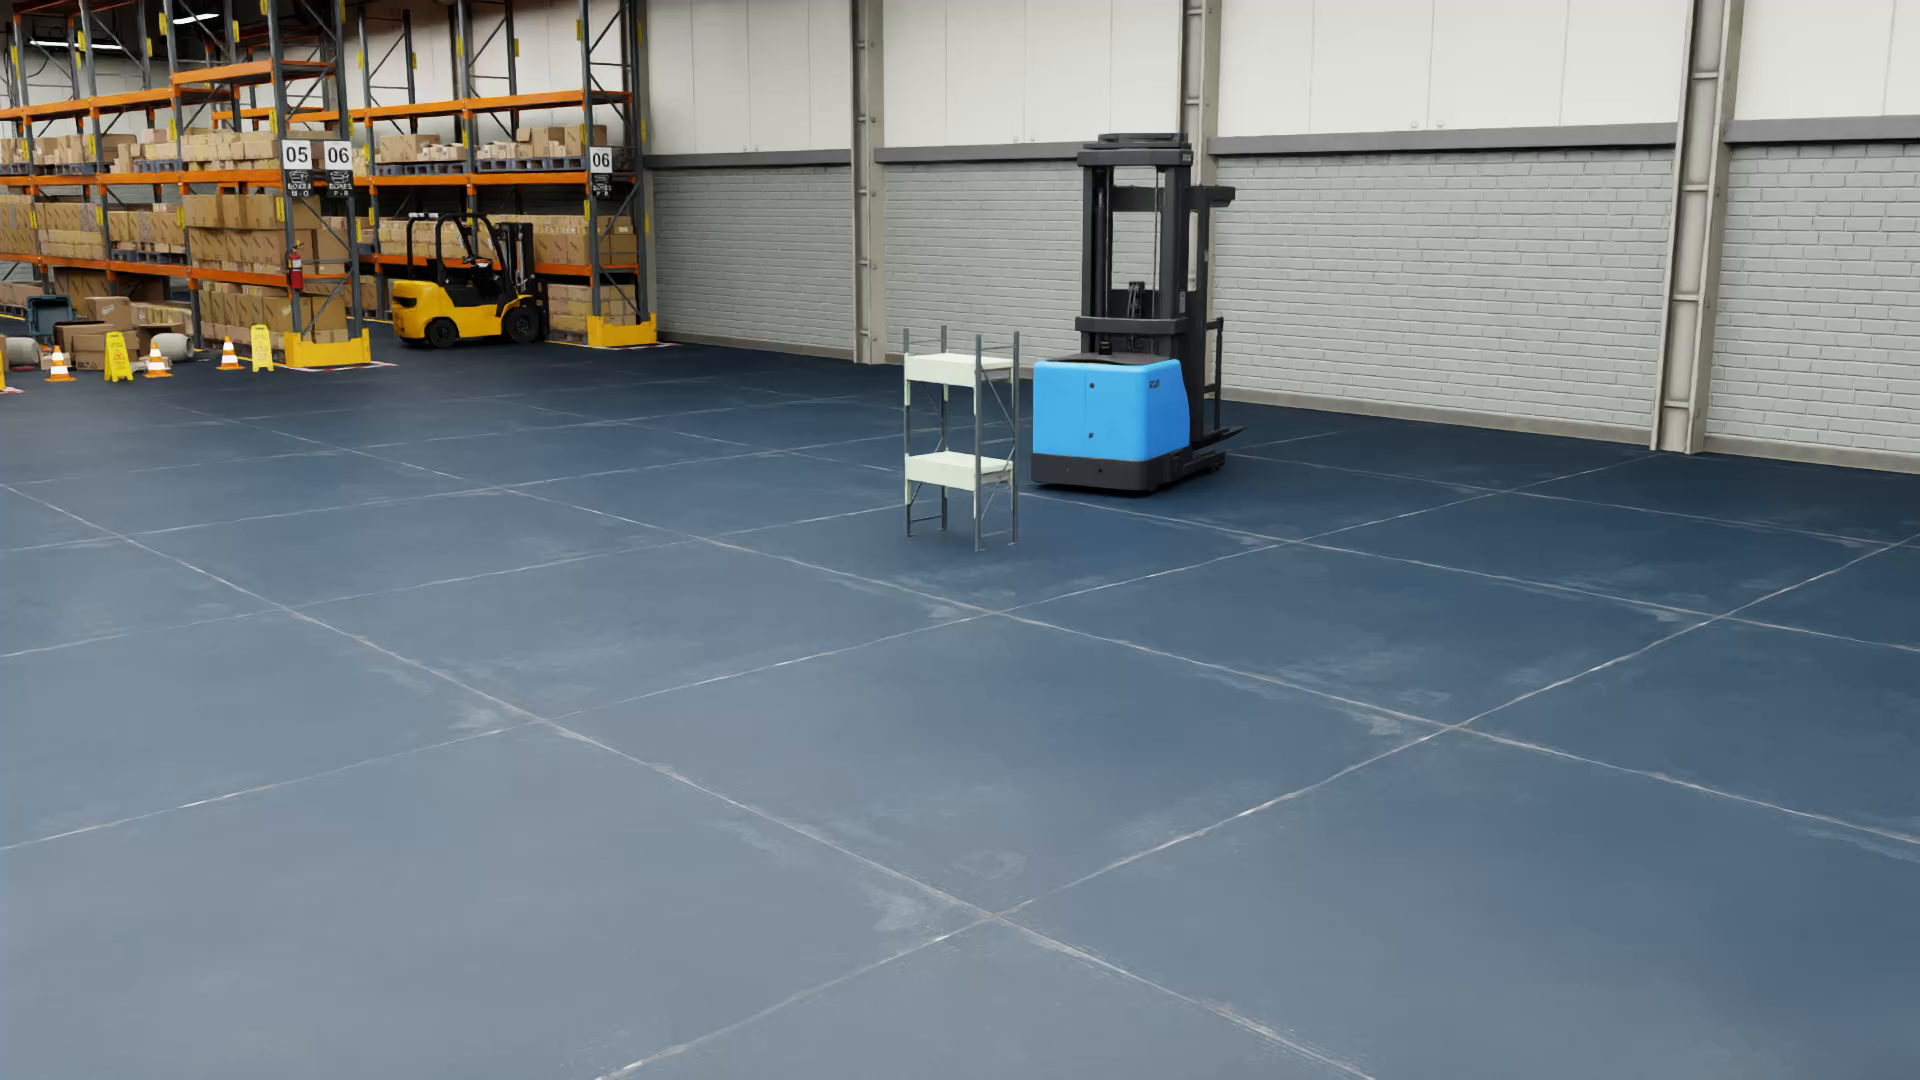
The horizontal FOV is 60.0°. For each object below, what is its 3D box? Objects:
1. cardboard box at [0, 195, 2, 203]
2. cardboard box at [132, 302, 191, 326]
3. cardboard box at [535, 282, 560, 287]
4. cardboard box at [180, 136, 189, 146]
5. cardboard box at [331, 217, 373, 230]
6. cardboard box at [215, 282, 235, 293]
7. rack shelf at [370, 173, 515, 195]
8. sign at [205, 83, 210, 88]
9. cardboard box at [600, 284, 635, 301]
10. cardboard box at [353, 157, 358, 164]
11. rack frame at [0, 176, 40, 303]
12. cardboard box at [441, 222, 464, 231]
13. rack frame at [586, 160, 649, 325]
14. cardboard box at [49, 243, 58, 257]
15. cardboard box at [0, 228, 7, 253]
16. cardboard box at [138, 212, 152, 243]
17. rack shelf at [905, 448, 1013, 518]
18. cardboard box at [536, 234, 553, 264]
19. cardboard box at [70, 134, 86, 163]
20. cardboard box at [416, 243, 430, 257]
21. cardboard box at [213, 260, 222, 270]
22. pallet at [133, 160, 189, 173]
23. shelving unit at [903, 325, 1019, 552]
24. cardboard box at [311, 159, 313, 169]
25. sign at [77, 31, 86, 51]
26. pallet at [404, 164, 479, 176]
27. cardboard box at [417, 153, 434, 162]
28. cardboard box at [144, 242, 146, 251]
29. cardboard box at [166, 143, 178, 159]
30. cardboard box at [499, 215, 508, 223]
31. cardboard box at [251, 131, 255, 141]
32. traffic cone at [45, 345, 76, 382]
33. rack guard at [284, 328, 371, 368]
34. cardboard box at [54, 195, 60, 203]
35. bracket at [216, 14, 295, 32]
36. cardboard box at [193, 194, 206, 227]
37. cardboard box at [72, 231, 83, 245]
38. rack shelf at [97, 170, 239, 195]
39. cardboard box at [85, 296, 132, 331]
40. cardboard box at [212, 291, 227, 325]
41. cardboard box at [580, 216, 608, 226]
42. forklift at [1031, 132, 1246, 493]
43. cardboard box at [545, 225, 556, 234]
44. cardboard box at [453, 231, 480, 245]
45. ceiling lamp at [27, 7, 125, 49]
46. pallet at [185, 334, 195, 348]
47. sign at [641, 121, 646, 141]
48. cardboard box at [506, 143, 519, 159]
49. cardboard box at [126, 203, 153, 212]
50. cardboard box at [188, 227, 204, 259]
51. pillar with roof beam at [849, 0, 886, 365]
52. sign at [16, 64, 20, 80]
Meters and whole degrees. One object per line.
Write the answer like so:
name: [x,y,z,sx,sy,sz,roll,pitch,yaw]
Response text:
cardboard box: [-19.353,-6.956,33.909,0.380,0.149,0.250,-11,16,-42]
cardboard box: [-13.860,-3.942,29.085,0.950,0.372,0.625,-11,16,-44]
cardboard box: [-7.247,-4.332,28.801,0.500,0.250,0.500,-11,16,-44]
cardboard box: [-12.015,-6.276,26.151,0.380,0.149,0.250,-11,16,-44]
cardboard box: [-12.432,-6.375,34.125,0.637,0.503,0.797,11,16,44]
cardboard box: [-11.385,-3.949,25.954,0.380,0.149,0.250,-10,15,-40]
rack shelf: [-9.790,-6.731,31.500,1.077,0.370,4.000,-11,16,-43]
sign: [-17.088,-10.433,37.739,0.100,0.325,0.005,-11,16,-43]
cardboard box: [-5.841,-4.184,28.082,0.500,0.250,0.500,-11,16,-43]
cardboard box: [-11.918,-7.598,33.307,0.380,0.149,0.250,-10,16,-41]
rack frame: [-20.283,-6.382,35.454,1.000,3.000,0.127,-11,16,-43]
cardboard box: [-9.405,-5.806,30.805,0.250,0.149,0.380,11,16,43]
rack frame: [-5.646,-4.739,27.479,1.000,3.000,0.127,-11,16,-43]
cardboard box: [-17.049,-5.548,31.779,0.500,0.250,0.500,11,16,44]
cardboard box: [-19.452,-6.174,34.197,0.500,0.500,0.500,-11,16,-43]
cardboard box: [-13.539,-5.291,28.133,0.500,0.500,0.500,11,16,43]
rack shelf: [0.005,-0.414,11.821,0.431,0.370,0.720,-11,16,-43]
cardboard box: [-6.882,-4.975,28.377,0.500,0.500,0.500,-11,16,-44]
cardboard box: [-15.580,-7.056,30.004,0.500,0.500,0.700,11,16,42]
cardboard box: [-9.980,-5.510,31.594,0.500,0.250,0.500,-10,15,-41]
cardboard box: [-11.448,-4.312,26.028,0.380,0.149,0.250,-10,15,-41]
pallet: [-13.064,-6.263,27.911,1.213,0.211,1.003,-11,16,-43]
shelving unit: [0.005,-0.734,11.755,0.431,1.500,0.755,-11,16,-43]
cardboard box: [-9.474,-5.512,24.422,0.250,0.149,0.380,11,16,43]
sign: [-15.157,-8.610,28.693,0.100,0.325,0.005,-11,16,-43]
pallet: [-9.863,-7.034,31.652,1.003,0.211,1.213,-10,15,-40]
cardboard box: [-9.920,-7.154,31.103,0.380,0.149,0.250,-11,16,-43]
cardboard box: [-13.721,-5.028,28.465,0.380,0.149,0.250,-10,15,-40]
cardboard box: [-12.504,-6.297,26.939,0.500,0.250,0.500,-11,16,-44]
cardboard box: [-7.871,-5.634,29.230,0.380,0.149,0.250,-10,16,-41]
cardboard box: [-10.159,-5.913,24.393,0.380,0.149,0.250,-11,16,-42]
traffic cone: [-12.084,-2.375,22.292,0.336,0.463,0.334,-11,16,-43]
rack guard: [-9.286,-2.833,24.426,1.175,0.500,0.348,-11,16,-43]
cardboard box: [-17.740,-6.772,33.013,0.380,0.149,0.250,-11,16,-42]
bracket: [-16.085,-11.806,37.993,0.076,0.066,4.783,-11,16,-43]
cardboard box: [-11.512,-5.143,25.977,0.700,0.500,0.500,-11,16,-42]
cardboard box: [-16.002,-5.567,30.632,0.500,0.250,0.500,11,16,44]
rack shelf: [-13.377,-6.039,28.140,1.077,0.370,4.000,-11,16,-43]
cardboard box: [-13.263,-3.525,25.904,0.500,0.500,0.500,-11,16,-43]
cardboard box: [-11.406,-3.656,26.141,0.500,0.500,0.500,-10,15,-40]
cardboard box: [-6.046,-5.274,27.485,0.380,0.149,0.250,-11,16,-42]
forklift: [1.747,-2.078,14.733,1.130,2.935,3.031,6,13,28]
cardboard box: [-6.803,-5.267,28.187,0.250,0.149,0.380,11,16,43]
cardboard box: [-8.933,-5.530,30.453,0.500,0.250,0.500,-11,16,-44]
ceiling lamp: [-20.231,-12.938,37.943,2.000,3.185,0.800,-11,16,-43]
pallet: [-12.535,-3.378,27.785,1.003,0.211,1.213,-11,16,-43]
sign: [-5.241,-6.751,27.452,0.100,0.325,0.005,-11,16,-43]
cardboard box: [-7.603,-6.722,28.715,0.258,0.266,0.396,11,16,44]
cardboard box: [-14.922,-5.859,30.190,0.500,0.500,0.500,11,16,43]
cardboard box: [-11.894,-4.722,26.413,0.500,0.500,0.500,-11,16,-43]
pillar with roof beam: [-4.445,-6.429,20.815,9.100,9.000,0.400,-11,16,-43]
sign: [-19.881,-9.890,35.103,0.100,0.325,0.005,-11,16,-43]
